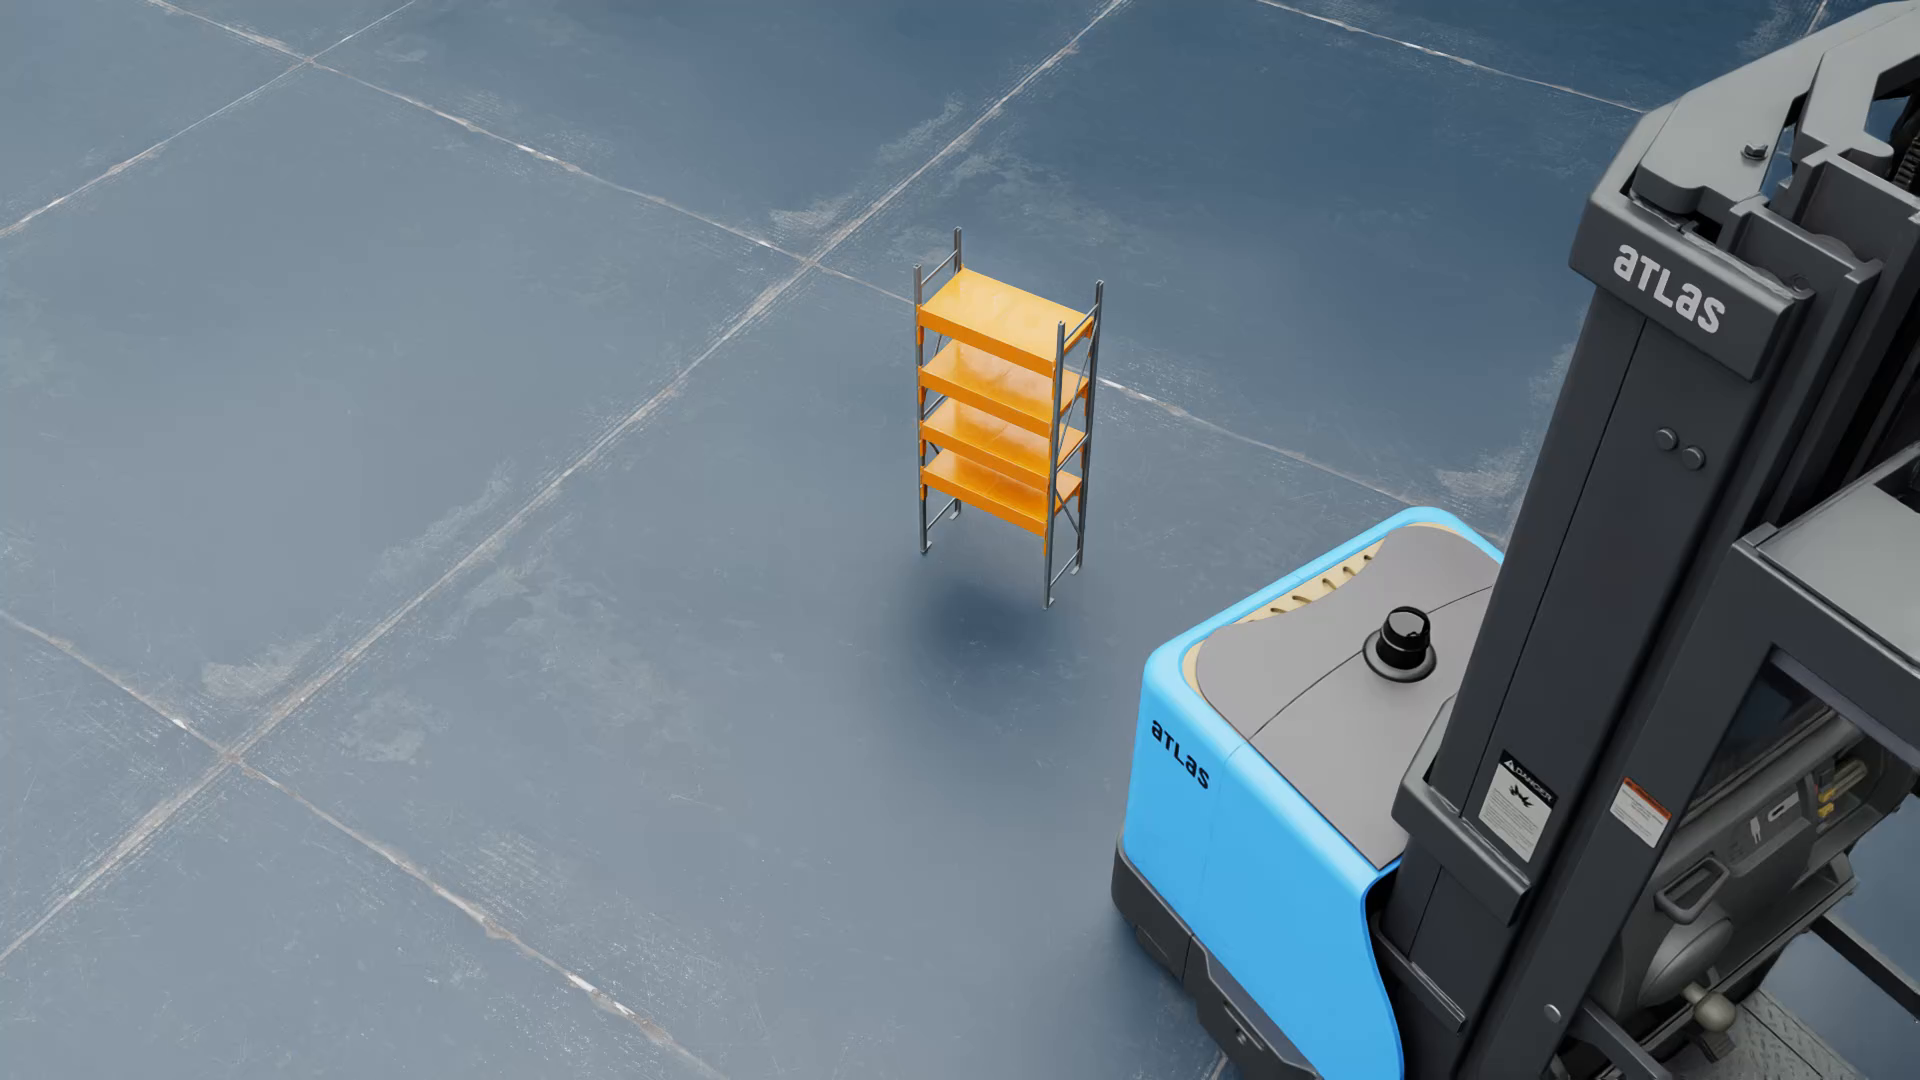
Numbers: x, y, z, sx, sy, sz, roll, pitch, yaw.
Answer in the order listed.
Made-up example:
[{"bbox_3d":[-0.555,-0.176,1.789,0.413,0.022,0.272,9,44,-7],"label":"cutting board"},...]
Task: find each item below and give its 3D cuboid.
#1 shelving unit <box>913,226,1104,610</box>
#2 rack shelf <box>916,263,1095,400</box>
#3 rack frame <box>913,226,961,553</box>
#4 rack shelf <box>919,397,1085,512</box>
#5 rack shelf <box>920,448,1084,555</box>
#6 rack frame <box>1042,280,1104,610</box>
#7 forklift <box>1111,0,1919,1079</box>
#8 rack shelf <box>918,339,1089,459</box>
[{"bbox_3d":[0.139,-0.354,5.257,0.503,1.200,0.258,25,51,22],"label":"shelving unit"},{"bbox_3d":[0.139,-0.628,4.976,0.480,0.148,0.258,25,51,22],"label":"rack shelf"},{"bbox_3d":[-0.066,-0.449,5.349,0.015,1.200,0.240,25,51,22],"label":"rack frame"},{"bbox_3d":[0.139,-0.307,5.306,0.480,0.148,0.258,25,51,22],"label":"rack shelf"},{"bbox_3d":[0.139,-0.169,5.448,0.480,0.148,0.258,25,51,22],"label":"rack shelf"},{"bbox_3d":[0.345,-0.260,5.166,0.015,1.200,0.240,25,51,22],"label":"rack frame"},{"bbox_3d":[1.676,0.681,3.045,1.130,2.935,3.031,-26,51,-23],"label":"forklift"},{"bbox_3d":[0.139,-0.463,5.145,0.480,0.148,0.258,25,51,22],"label":"rack shelf"}]
